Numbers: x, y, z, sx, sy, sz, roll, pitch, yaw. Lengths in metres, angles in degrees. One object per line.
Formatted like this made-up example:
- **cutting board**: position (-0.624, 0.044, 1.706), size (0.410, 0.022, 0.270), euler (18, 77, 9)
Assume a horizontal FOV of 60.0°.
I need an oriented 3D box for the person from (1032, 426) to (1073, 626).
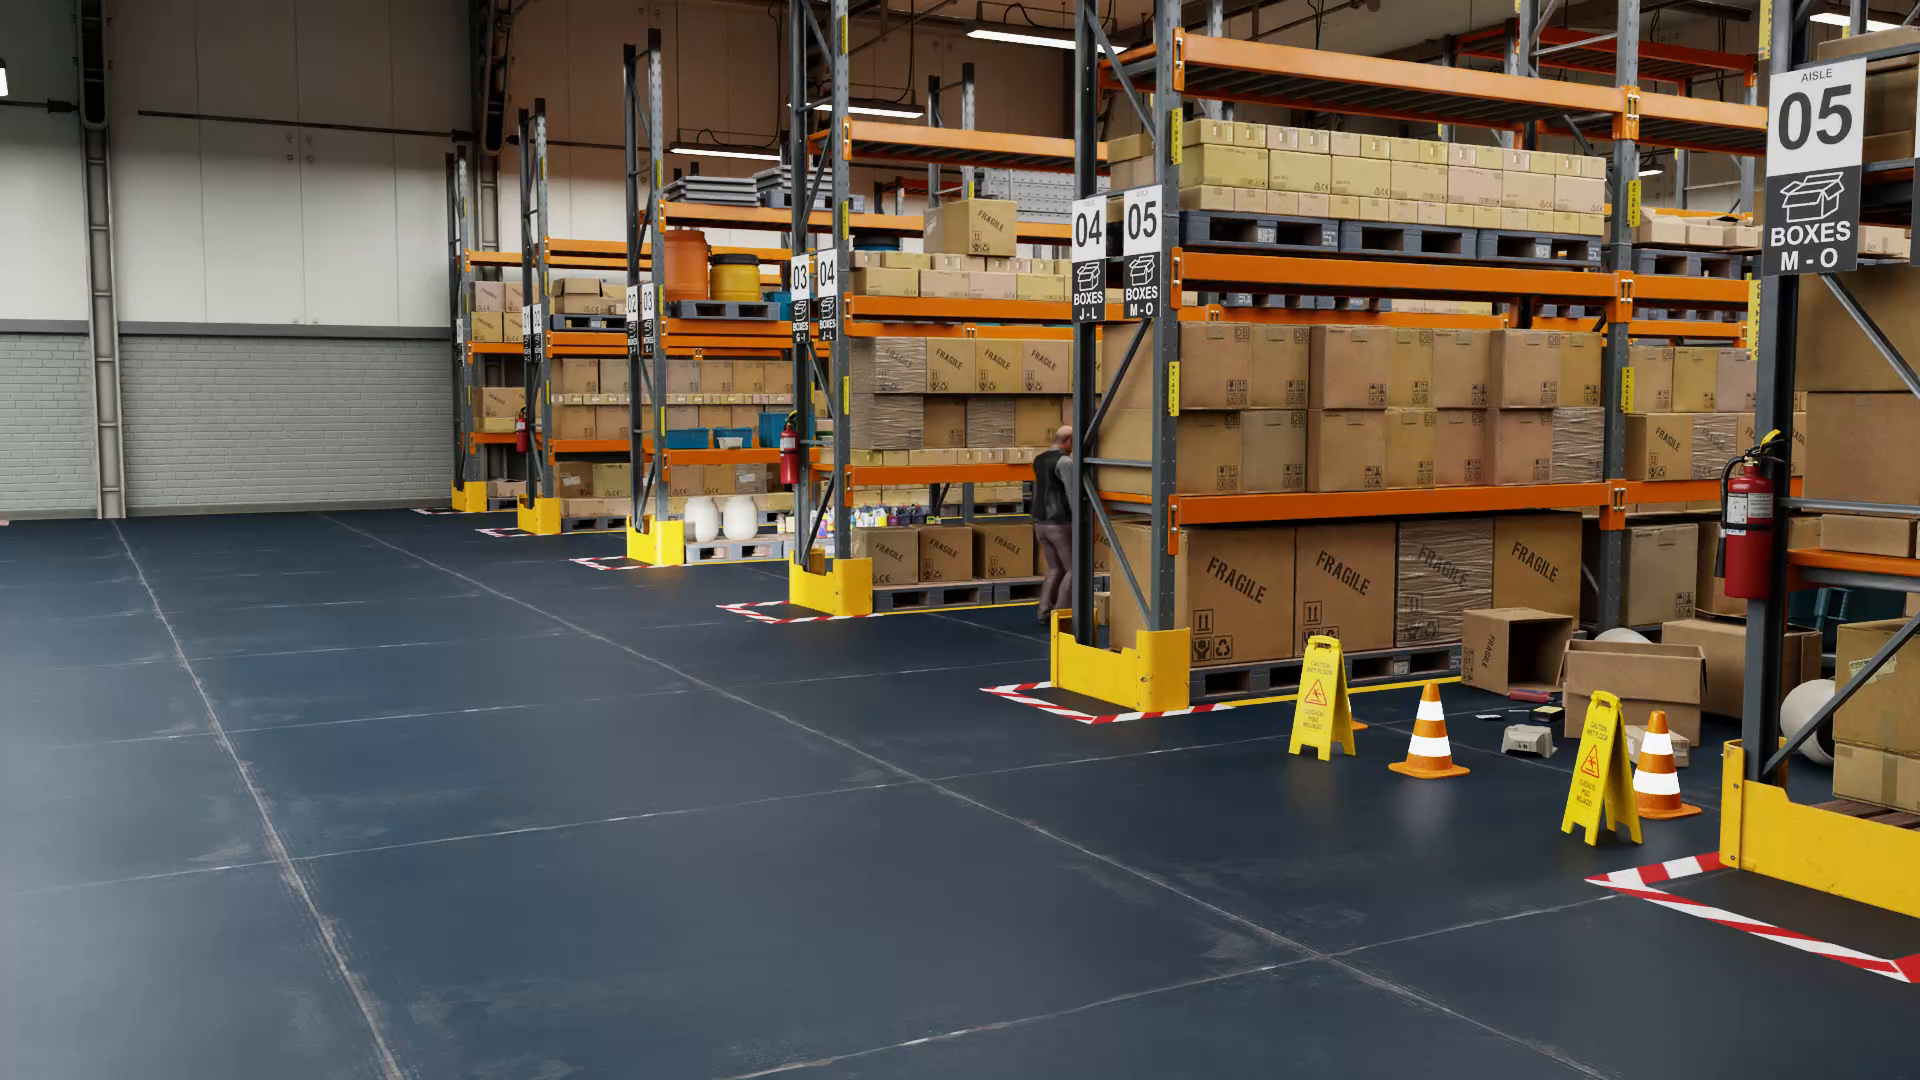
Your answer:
- **person**: position (0.816, -0.108, 13.896), size (0.403, 1.685, 0.552), euler (-3, 6, -27)
